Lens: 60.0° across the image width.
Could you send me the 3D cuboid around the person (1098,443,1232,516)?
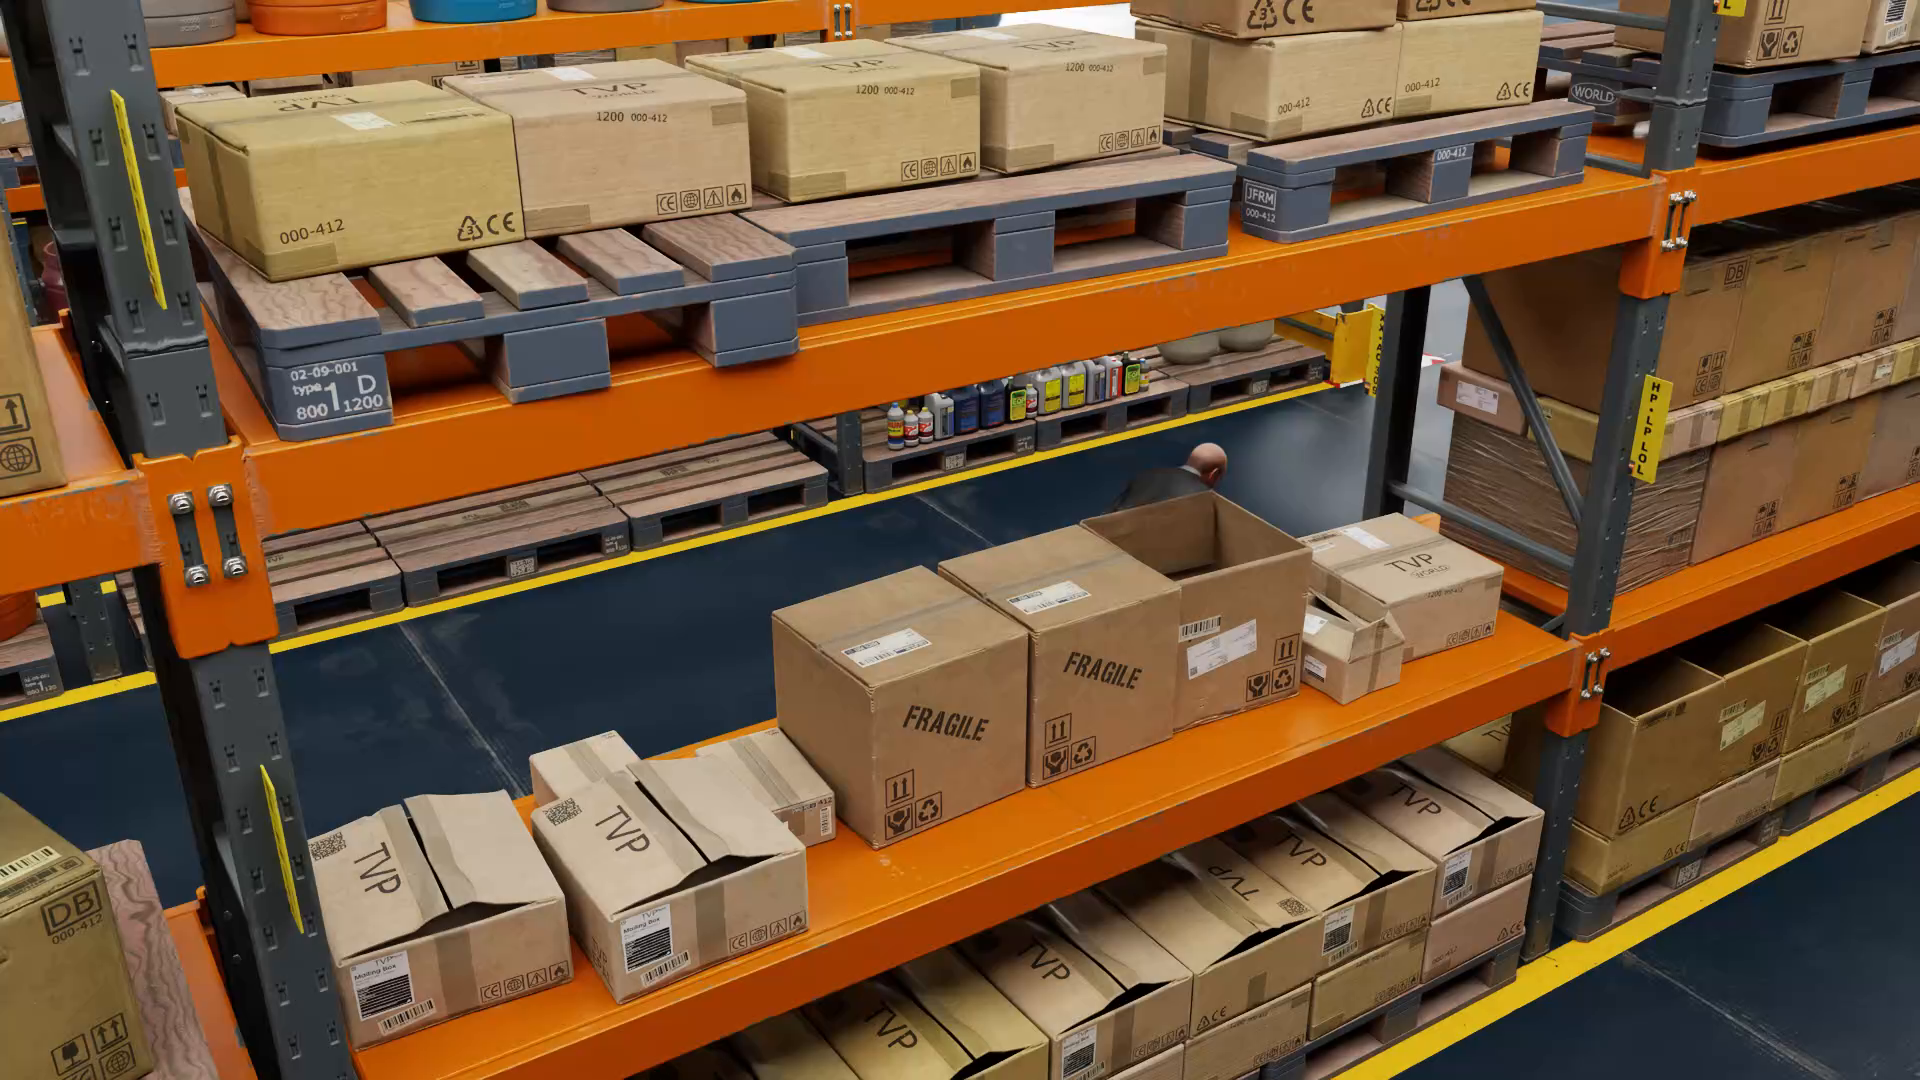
[{"bbox_3d":[0.948,0.102,7.887,0.875,0.915,0.508,-16,29,-31],"label":"person"}]
